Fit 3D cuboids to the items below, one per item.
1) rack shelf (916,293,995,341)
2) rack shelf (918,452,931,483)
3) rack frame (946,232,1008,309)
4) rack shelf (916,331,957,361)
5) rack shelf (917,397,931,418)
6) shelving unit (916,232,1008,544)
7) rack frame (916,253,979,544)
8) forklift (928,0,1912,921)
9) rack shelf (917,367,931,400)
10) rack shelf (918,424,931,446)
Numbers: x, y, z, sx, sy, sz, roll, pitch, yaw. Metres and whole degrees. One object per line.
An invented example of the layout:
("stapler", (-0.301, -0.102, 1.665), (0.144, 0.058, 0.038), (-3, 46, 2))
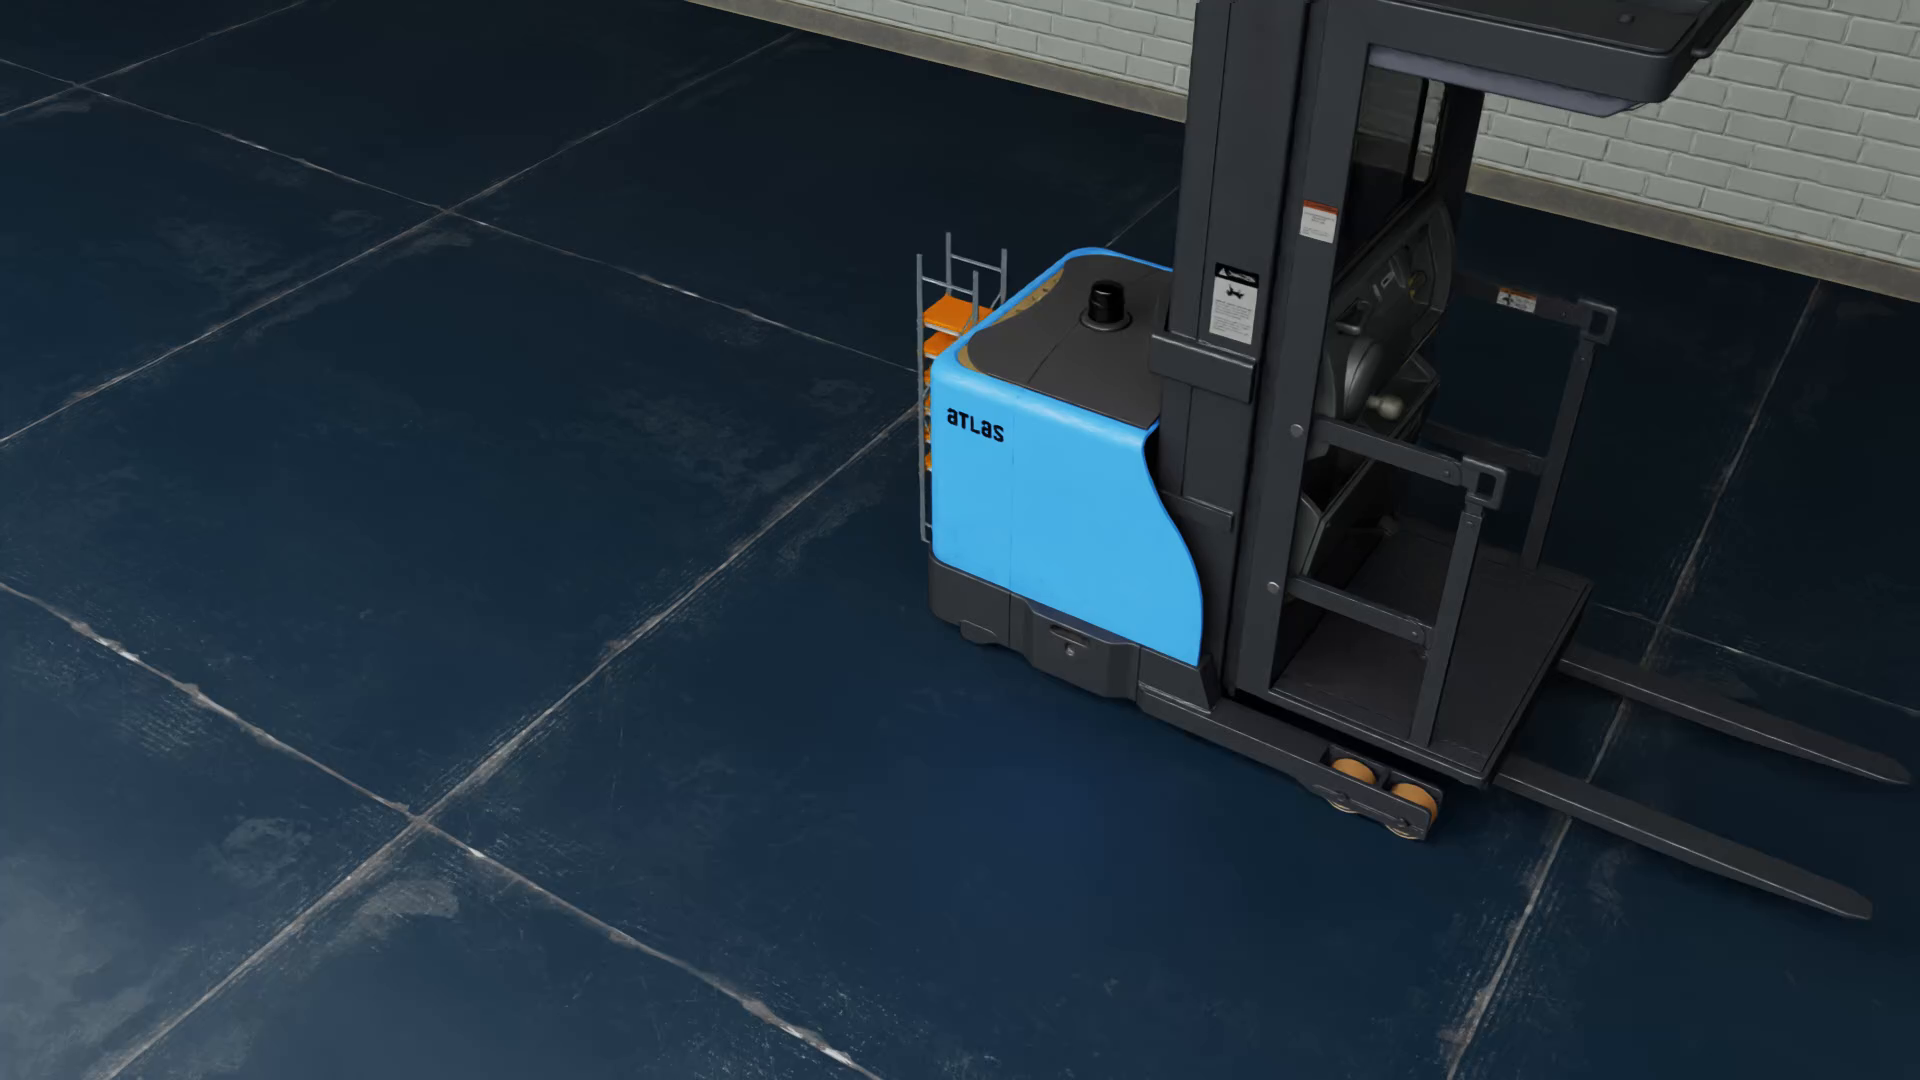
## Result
("rack shelf", (0.006, -0.734, 5.701), (0.258, 0.103, 0.180), (21, 42, 25))
("rack shelf", (0.005, -0.259, 6.068), (0.258, 0.103, 0.180), (21, 42, 25))
("rack frame", (0.054, -0.531, 5.956), (0.240, 1.200, 0.006), (21, 42, 25))
("rack shelf", (0.006, -0.639, 5.775), (0.258, 0.103, 0.180), (21, 42, 25))
("rack shelf", (0.005, -0.449, 5.921), (0.258, 0.103, 0.180), (21, 42, 25))
("shelving unit", (0.005, -0.484, 5.894), (0.258, 1.200, 0.189), (21, 42, 25))
("rack frame", (-0.043, -0.436, 5.833), (0.240, 1.200, 0.006), (21, 42, 25))
("forklift", (1.403, -0.624, 4.659), (3.031, 2.935, 1.130), (22, 43, 26))
("rack shelf", (0.006, -0.544, 5.848), (0.258, 0.103, 0.180), (21, 42, 25))
("rack shelf", (0.005, -0.354, 5.995), (0.258, 0.103, 0.180), (21, 42, 25))
